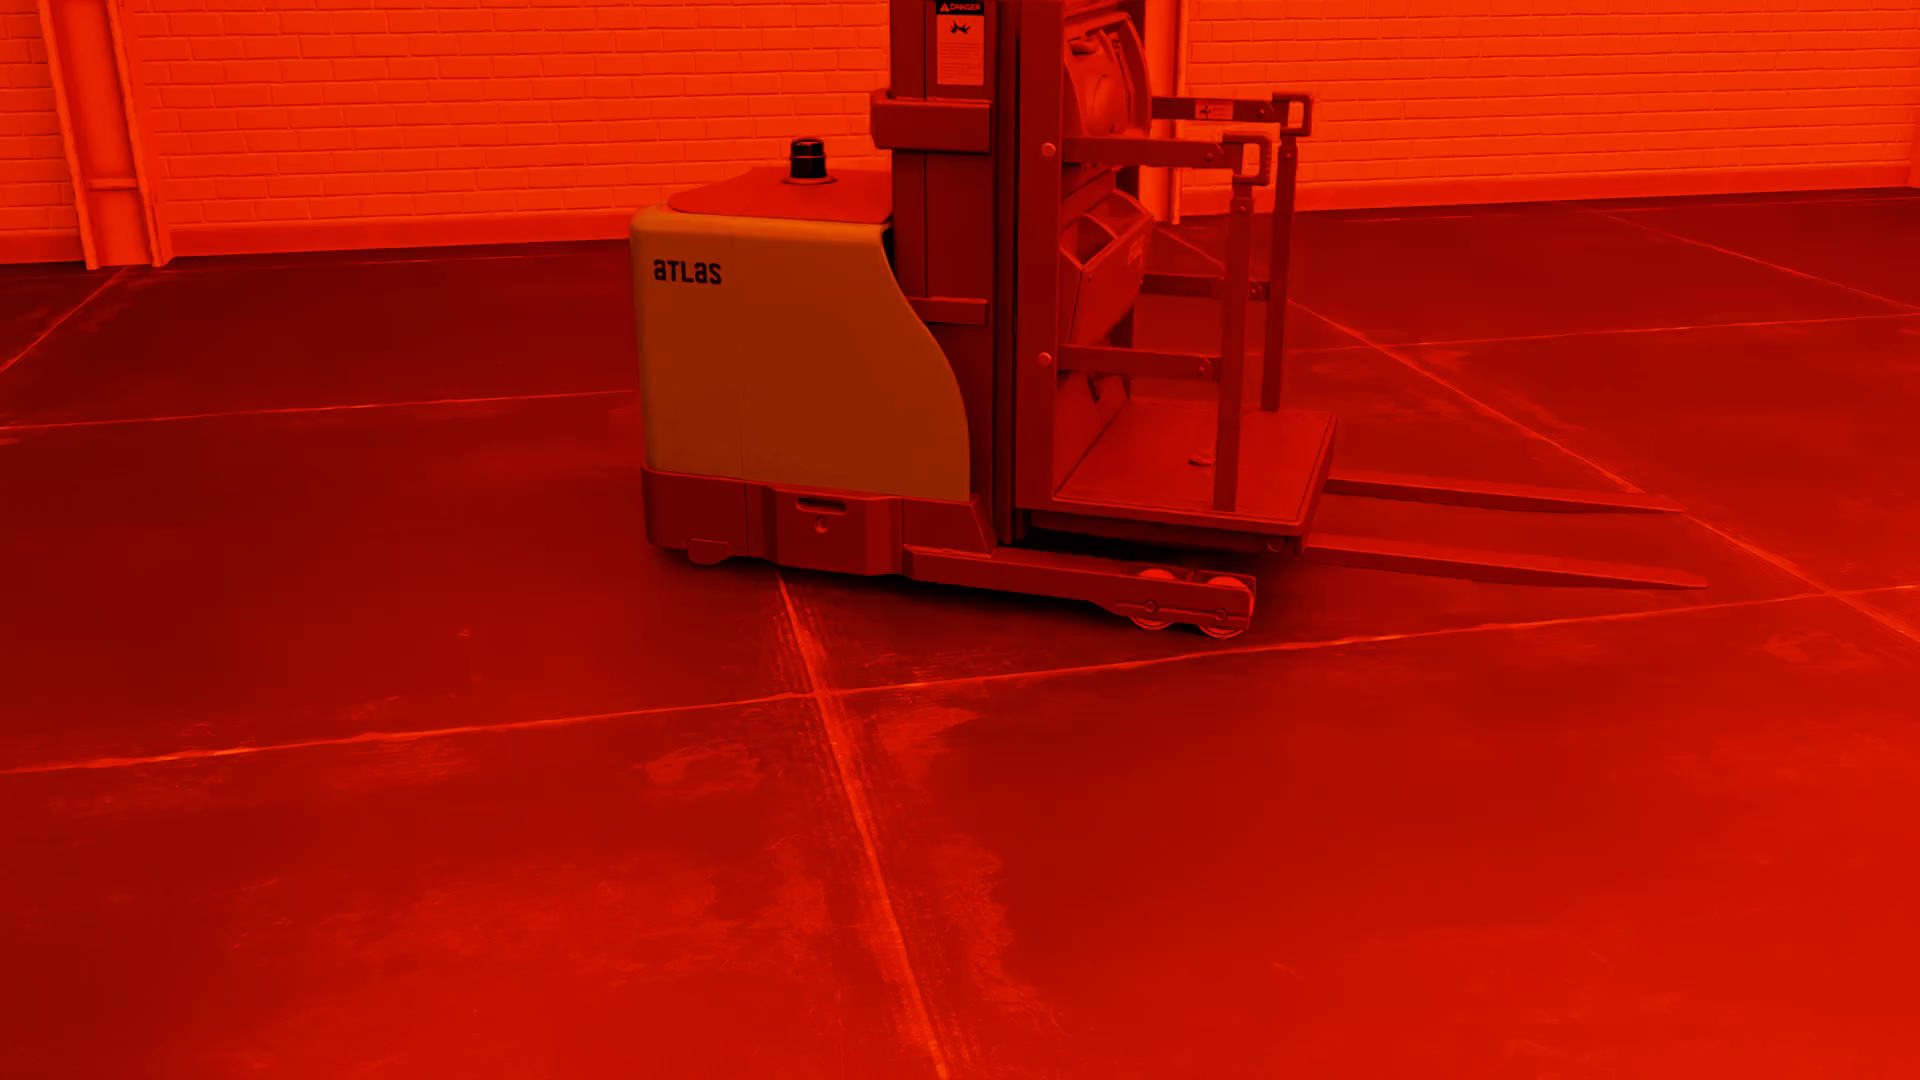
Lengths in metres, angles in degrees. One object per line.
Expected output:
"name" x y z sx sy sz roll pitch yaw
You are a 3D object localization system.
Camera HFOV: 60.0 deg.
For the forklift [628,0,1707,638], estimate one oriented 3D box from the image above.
"forklift" 0.606 -1.310 4.621 3.031 2.935 1.130 6 22 16
